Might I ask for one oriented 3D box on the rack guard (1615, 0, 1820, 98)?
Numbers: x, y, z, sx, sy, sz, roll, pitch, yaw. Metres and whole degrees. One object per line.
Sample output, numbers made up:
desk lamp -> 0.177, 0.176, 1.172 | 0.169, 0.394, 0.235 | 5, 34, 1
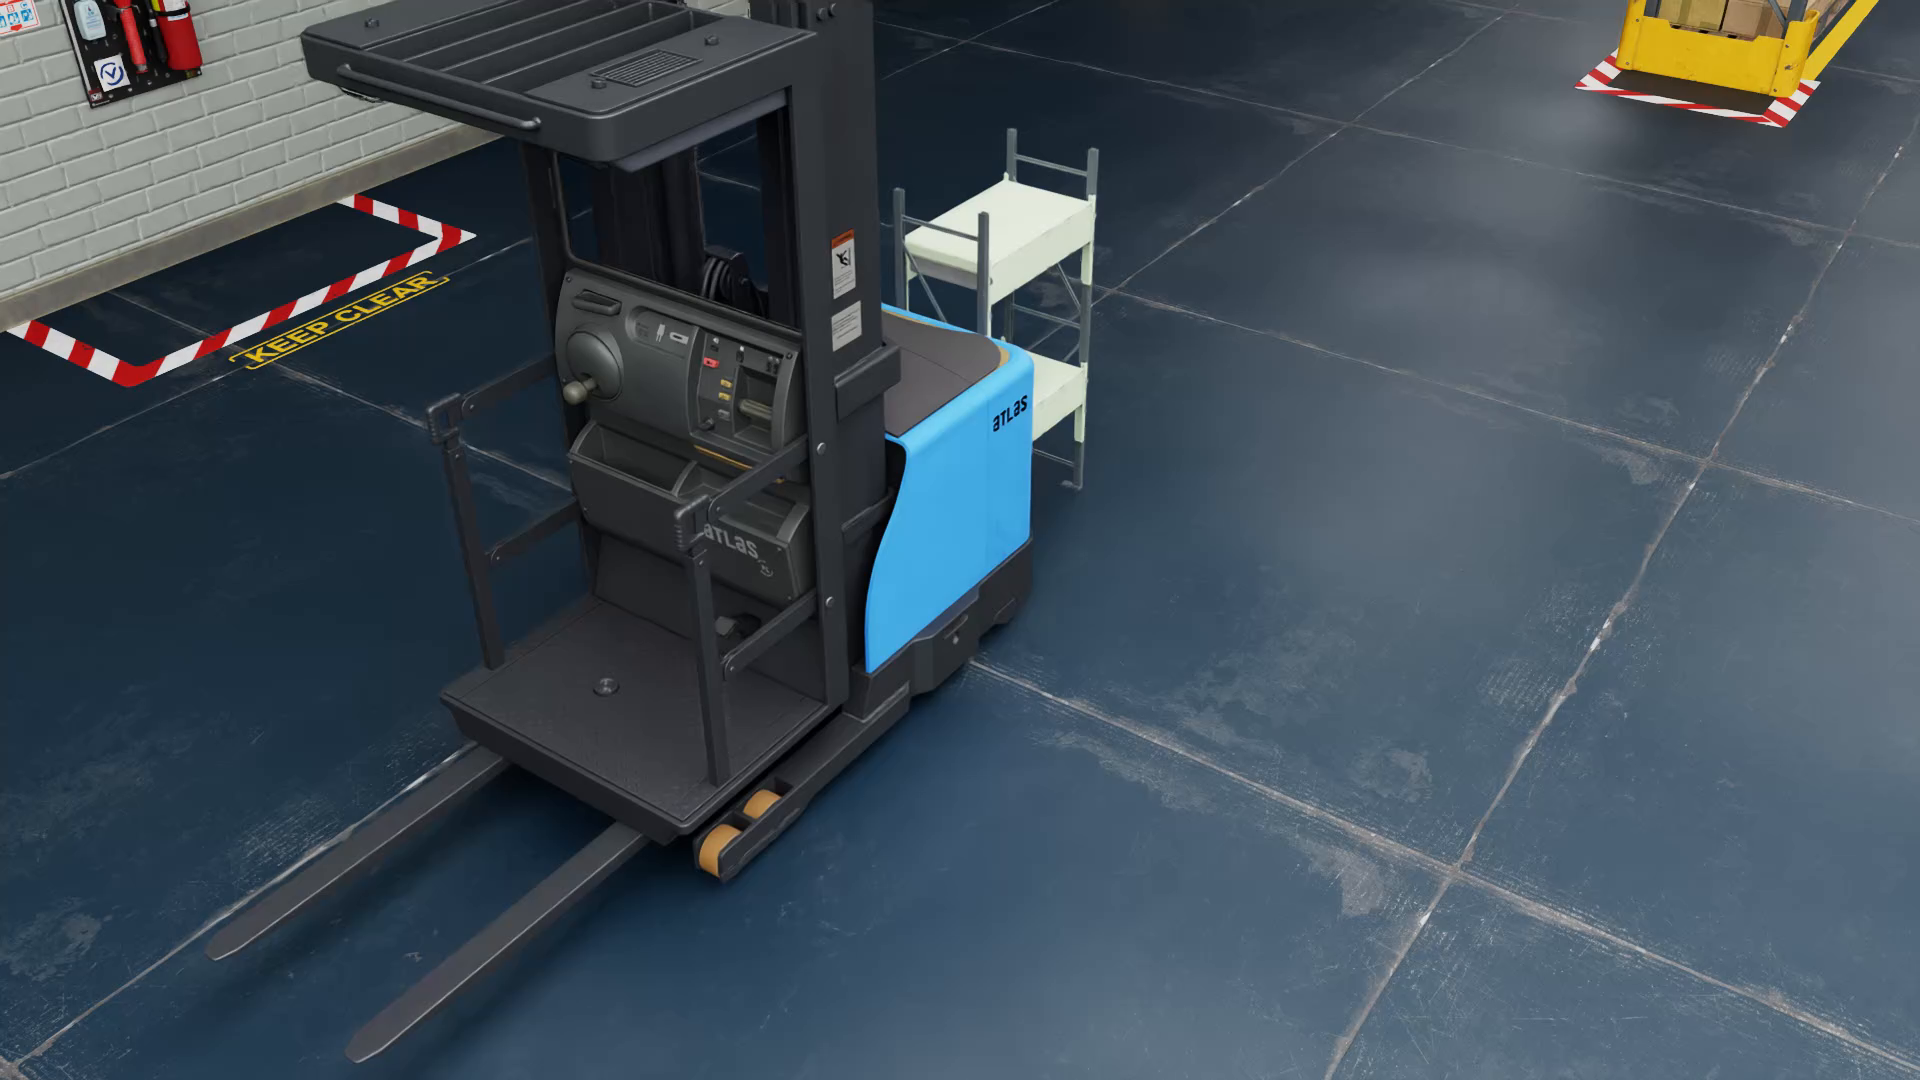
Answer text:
rack guard -> 5.152, -3.418, 11.359 | 1.175, 0.500, 0.348 | 21, 39, 28

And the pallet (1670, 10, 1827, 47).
pallet -> 5.568, -3.675, 11.996 | 1.003, 0.211, 1.213 | 21, 39, 28

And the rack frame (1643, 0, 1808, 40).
rack frame -> 5.166, -4.465, 10.675 | 1.000, 3.000, 0.127 | 21, 39, 28

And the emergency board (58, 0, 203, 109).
emergency board -> -4.079, -2.758, 8.150 | 0.194, 1.169, 0.643 | 21, 39, 28

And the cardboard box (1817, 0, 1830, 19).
cardboard box -> 5.937, -3.907, 11.929 | 0.500, 0.250, 0.500 | 21, 39, 28

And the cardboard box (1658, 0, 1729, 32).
cardboard box -> 5.229, -3.841, 11.832 | 0.500, 0.250, 0.500 | 21, 39, 28

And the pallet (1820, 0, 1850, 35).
pallet -> 6.264, -4.234, 12.823 | 1.003, 0.211, 1.213 | 21, 39, 28

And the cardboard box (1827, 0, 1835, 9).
cardboard box -> 6.222, -4.137, 12.269 | 0.500, 0.250, 0.500 | 21, 39, 28

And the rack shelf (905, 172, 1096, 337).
rack shelf -> 0.142, -1.058, 6.280 | 0.431, 0.370, 0.720 | 21, 40, 28

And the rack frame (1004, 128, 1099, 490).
rack frame -> 0.351, -0.903, 6.747 | 0.400, 1.500, 0.023 | 21, 40, 28

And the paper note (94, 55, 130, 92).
paper note -> -4.236, -2.333, 8.309 | 0.016, 0.148, 0.142 | 21, 39, 28

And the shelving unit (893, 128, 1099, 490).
shelving unit -> 0.142, -0.735, 6.498 | 0.431, 1.500, 0.755 | 21, 40, 28

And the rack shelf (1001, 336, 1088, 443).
rack shelf -> 0.142, -0.465, 6.681 | 0.431, 0.370, 0.720 | 21, 40, 28

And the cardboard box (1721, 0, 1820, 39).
cardboard box -> 5.655, -3.676, 11.587 | 0.500, 0.250, 0.500 | 21, 39, 28

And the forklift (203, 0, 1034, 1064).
forklift -> -0.979, -0.466, 4.823 | 1.130, 2.935, 3.031 | 21, 40, 28

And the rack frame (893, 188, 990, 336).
rack frame -> -0.068, -0.567, 6.249 | 0.400, 1.500, 0.023 | 21, 40, 28

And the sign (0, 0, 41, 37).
sign -> -4.479, -2.551, 7.813 | 0.001, 0.329, 0.234 | 21, 39, 28
